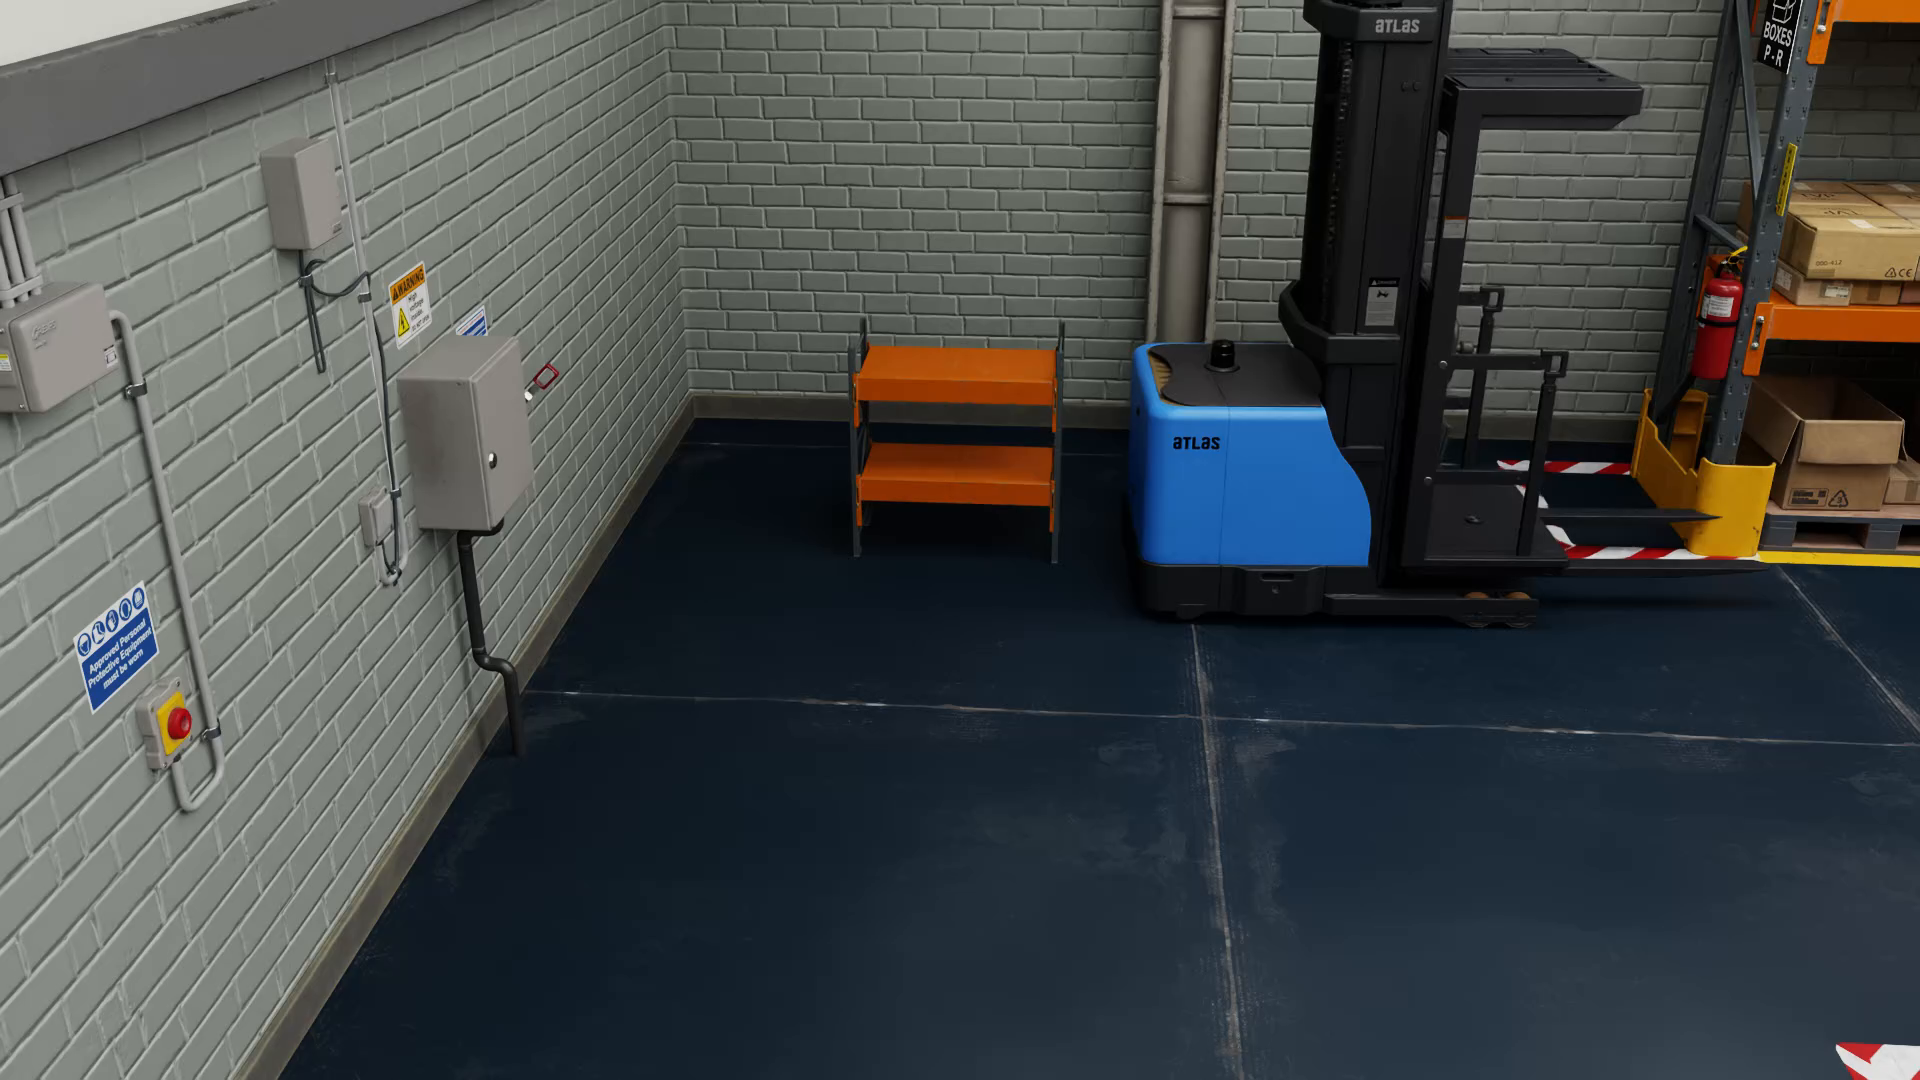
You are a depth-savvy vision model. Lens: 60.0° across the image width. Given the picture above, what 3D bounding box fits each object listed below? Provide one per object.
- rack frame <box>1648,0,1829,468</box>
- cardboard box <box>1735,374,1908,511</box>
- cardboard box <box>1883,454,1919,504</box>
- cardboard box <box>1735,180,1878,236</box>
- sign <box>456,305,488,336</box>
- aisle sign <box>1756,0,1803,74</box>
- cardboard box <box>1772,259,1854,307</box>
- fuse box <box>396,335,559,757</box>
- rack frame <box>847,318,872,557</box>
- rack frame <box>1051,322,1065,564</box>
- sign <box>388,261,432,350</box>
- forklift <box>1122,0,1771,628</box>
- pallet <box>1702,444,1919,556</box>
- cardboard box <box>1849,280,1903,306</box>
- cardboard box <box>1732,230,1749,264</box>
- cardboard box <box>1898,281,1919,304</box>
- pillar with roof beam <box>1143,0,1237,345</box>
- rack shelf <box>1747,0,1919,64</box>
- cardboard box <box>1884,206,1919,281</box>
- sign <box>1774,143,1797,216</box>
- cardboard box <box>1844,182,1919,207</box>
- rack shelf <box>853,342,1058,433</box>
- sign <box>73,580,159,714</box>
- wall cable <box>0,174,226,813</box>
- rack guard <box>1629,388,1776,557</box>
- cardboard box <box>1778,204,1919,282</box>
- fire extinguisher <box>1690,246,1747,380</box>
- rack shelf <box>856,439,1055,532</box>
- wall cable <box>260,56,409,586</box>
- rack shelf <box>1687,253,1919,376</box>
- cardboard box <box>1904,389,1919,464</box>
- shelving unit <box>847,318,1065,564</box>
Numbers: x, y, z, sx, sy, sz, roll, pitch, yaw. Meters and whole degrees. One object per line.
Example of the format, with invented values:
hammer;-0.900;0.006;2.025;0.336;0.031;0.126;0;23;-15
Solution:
rack frame;3.913;-1.523;8.472;0.127;3.000;1.000;2;25;4
cardboard box;4.515;-0.521;8.778;0.637;0.503;0.797;1;25;2
cardboard box;4.936;-0.330;8.787;0.250;0.149;0.380;1;25;2
cardboard box;4.392;-1.686;8.649;0.500;0.250;0.500;3;25;6
sign;-1.950;-0.665;6.721;0.001;0.494;0.329;2;25;4
aisle sign;3.822;-2.584;7.667;0.004;0.787;0.394;2;25;4
cardboard box;4.220;-1.284;8.253;0.250;0.149;0.380;2;25;4
fuse box;-1.781;0.089;6.509;0.414;1.711;0.539;2;25;4
rack frame;-0.514;-0.527;8.551;0.032;1.125;0.500;2;25;4
rack frame;0.500;-0.495;8.480;0.032;1.125;0.500;2;25;4
sign;-1.992;-0.855;6.031;0.001;0.242;0.339;2;25;4
forklift;2.359;-1.141;7.723;3.031;2.935;1.130;0;25;1
pallet;4.784;-0.229;8.995;1.213;0.211;1.003;2;25;4
cardboard box;4.477;-1.295;8.277;0.250;0.149;0.380;2;25;5
cardboard box;4.264;-1.510;8.744;0.250;0.149;0.380;2;25;3
cardboard box;4.741;-1.301;8.290;0.250;0.149;0.380;2;25;3
pillar with roof beam;0.964;-2.916;4.322;0.400;9.000;9.100;2;25;4
rack shelf;5.907;-2.495;7.856;4.000;0.370;1.077;2;25;4
cardboard box;4.847;-1.447;8.131;0.500;0.250;0.500;2;25;5
sign;3.871;-1.690;7.799;0.005;0.325;0.100;2;25;4
cardboard box;4.906;-1.669;8.613;0.500;0.250;0.500;2;25;4
rack shelf;-0.007;-0.777;8.393;1.000;0.278;0.538;2;25;4
sign;-2.152;0.270;4.251;0.001;0.218;0.327;2;25;4
wall cable;-2.087;-0.101;4.128;0.123;1.953;0.585;2;25;4
rack guard;3.989;-0.385;8.989;0.348;0.500;1.175;2;25;4
cardboard box;4.345;-1.463;8.165;0.500;0.250;0.500;2;25;4
fire extinguisher;3.731;-1.131;8.158;0.183;0.674;0.296;2;25;4
rack shelf;-0.007;-0.289;8.618;1.000;0.278;0.538;2;25;4
wall cable;-1.990;-0.678;5.420;0.122;1.984;0.588;2;25;4
rack shelf;5.907;-1.132;8.483;4.000;0.370;1.077;2;25;4
cardboard box;5.365;-0.476;8.684;0.500;0.500;0.700;3;25;6
shelving unit;-0.007;-0.511;8.515;1.048;1.125;0.538;2;25;4
